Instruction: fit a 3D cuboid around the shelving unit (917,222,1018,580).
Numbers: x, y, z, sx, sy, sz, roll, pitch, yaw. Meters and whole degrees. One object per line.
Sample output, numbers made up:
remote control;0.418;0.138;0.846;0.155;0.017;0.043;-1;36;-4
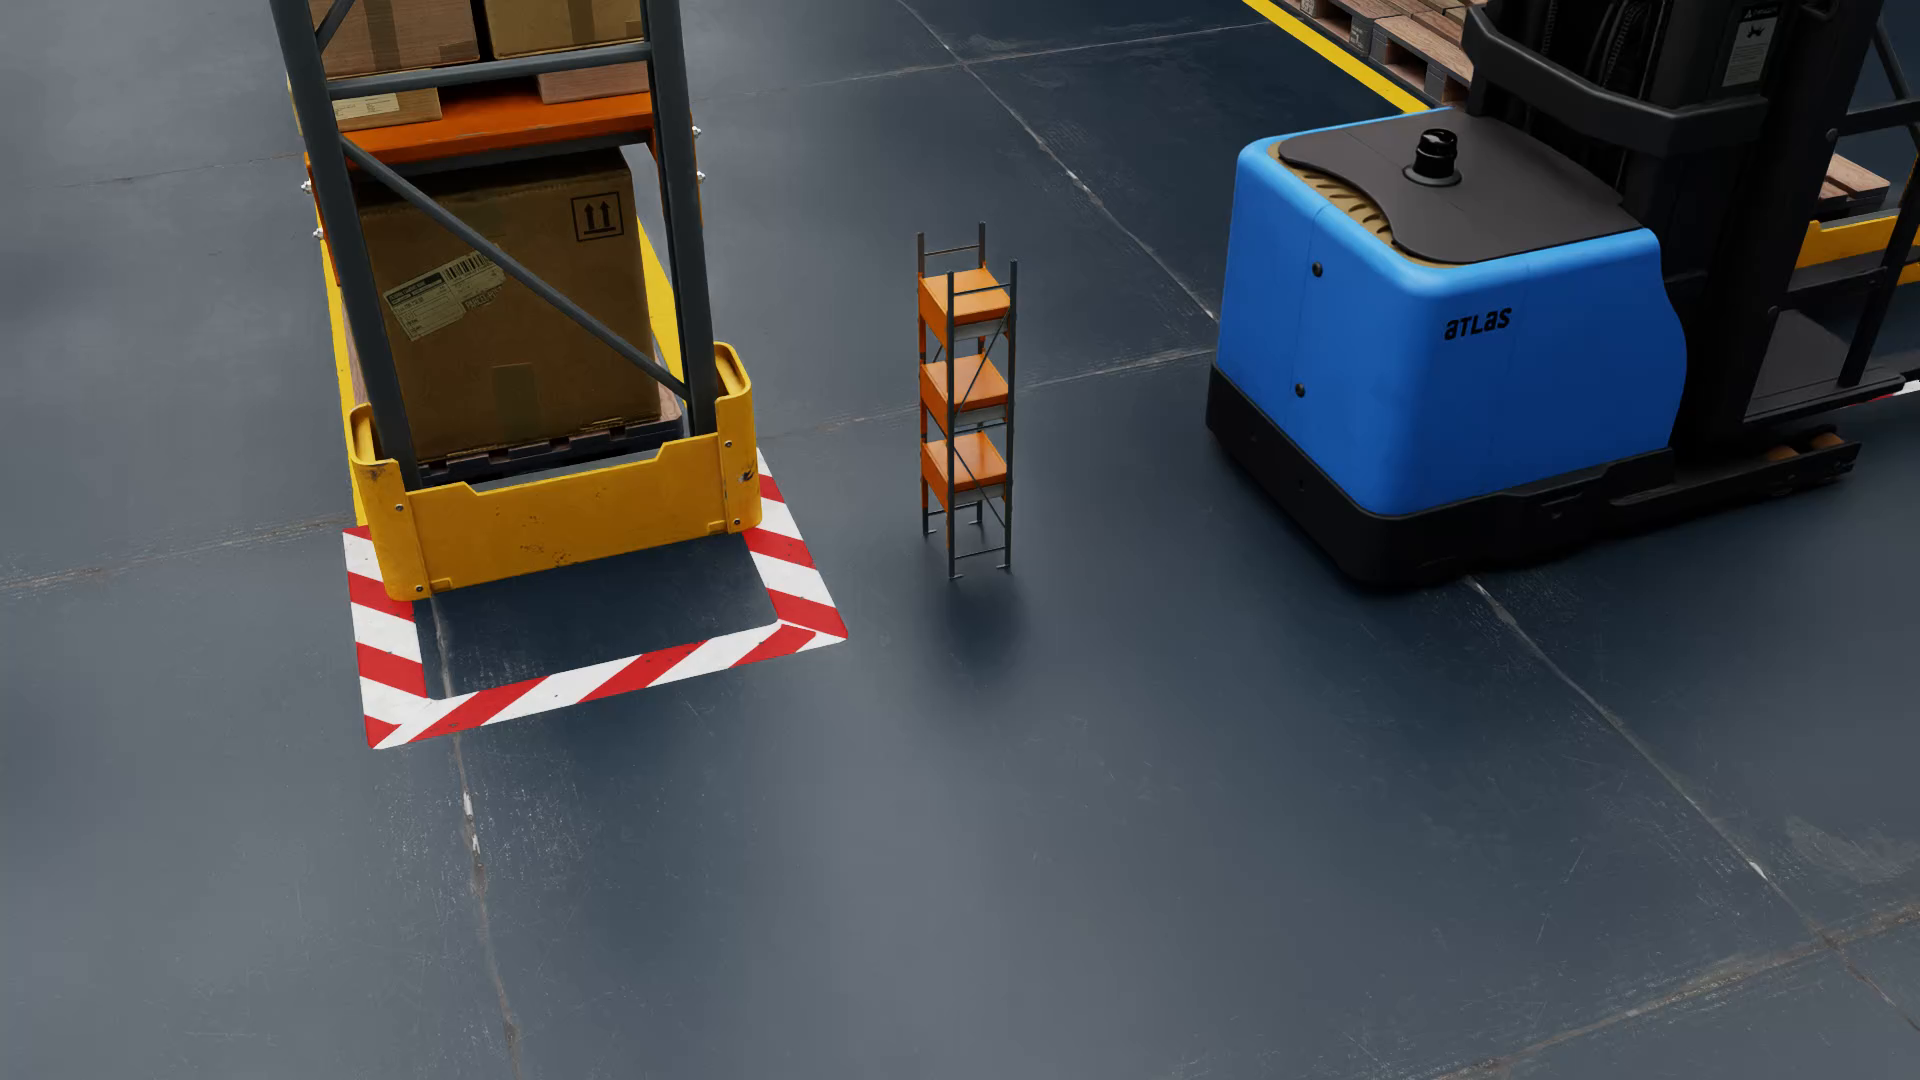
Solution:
shelving unit;0.018;-0.389;4.894;0.215;1.050;0.252;-12;39;-16

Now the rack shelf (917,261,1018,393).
rack shelf;0.018;-0.607;4.730;0.215;0.259;0.240;-12;39;-16

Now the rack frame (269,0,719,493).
rack frame;-1.232;-1.232;4.393;1.000;3.000;0.127;-12;39;-16

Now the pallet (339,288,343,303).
pallet;-1.997;-1.242;6.723;1.003;0.211;1.213;-12;39;-16

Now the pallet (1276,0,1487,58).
pallet;2.331;-2.996;9.052;1.003;0.211;1.213;-12;39;-16

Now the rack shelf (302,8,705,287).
rack shelf;-1.921;-2.075;6.109;1.077;0.370;4.000;-12;39;-16

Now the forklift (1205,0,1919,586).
forklift;2.404;-1.595;4.931;3.031;2.935;1.130;-14;39;-17

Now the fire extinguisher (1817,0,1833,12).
fire extinguisher;3.043;-1.899;5.652;0.296;0.674;0.183;-12;39;-16

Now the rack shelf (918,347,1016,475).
rack shelf;0.018;-0.381;4.900;0.215;0.259;0.240;-12;39;-16

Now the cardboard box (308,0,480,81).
cardboard box;-1.648;-1.510;4.639;0.500;0.250;0.500;-13;39;-17

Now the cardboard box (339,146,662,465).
cardboard box;-1.528;-0.896;5.364;0.875;0.875;0.875;-12;39;-16

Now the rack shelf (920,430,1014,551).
rack shelf;0.018;-0.159;5.068;0.215;0.259;0.240;-12;39;-16

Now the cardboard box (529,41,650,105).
cardboard box;-1.045;-1.401;4.825;0.380;0.149;0.250;-12;39;-15

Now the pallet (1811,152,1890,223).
pallet;3.171;-1.618;7.222;1.003;0.211;1.213;-12;39;-16

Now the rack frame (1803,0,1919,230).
rack frame;3.418;-2.258;5.754;1.000;3.000;0.127;-12;39;-16

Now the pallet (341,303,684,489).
pallet;-1.581;-0.554;5.810;1.003;0.211;1.213;-12;39;-16

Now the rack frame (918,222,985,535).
rack frame;-0.024;-0.458;4.985;0.200;1.050;0.008;-12;39;-16

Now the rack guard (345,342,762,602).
rack guard;-1.224;-0.220;5.127;1.175;0.500;0.348;-12;39;-16

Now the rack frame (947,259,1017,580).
rack frame;0.060;-0.320;4.802;0.200;1.050;0.008;-12;39;-16

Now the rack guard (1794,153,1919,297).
rack guard;3.439;-1.248;6.492;1.175;0.500;0.348;-12;39;-16

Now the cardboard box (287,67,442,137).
cardboard box;-1.664;-1.265;4.645;0.380;0.149;0.250;-12;39;-15

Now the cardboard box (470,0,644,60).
cardboard box;-1.144;-1.618;4.783;0.500;0.250;0.500;-13;39;-17

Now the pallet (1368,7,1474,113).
pallet;2.755;-2.306;8.136;1.003;0.211;1.213;-12;39;-16
